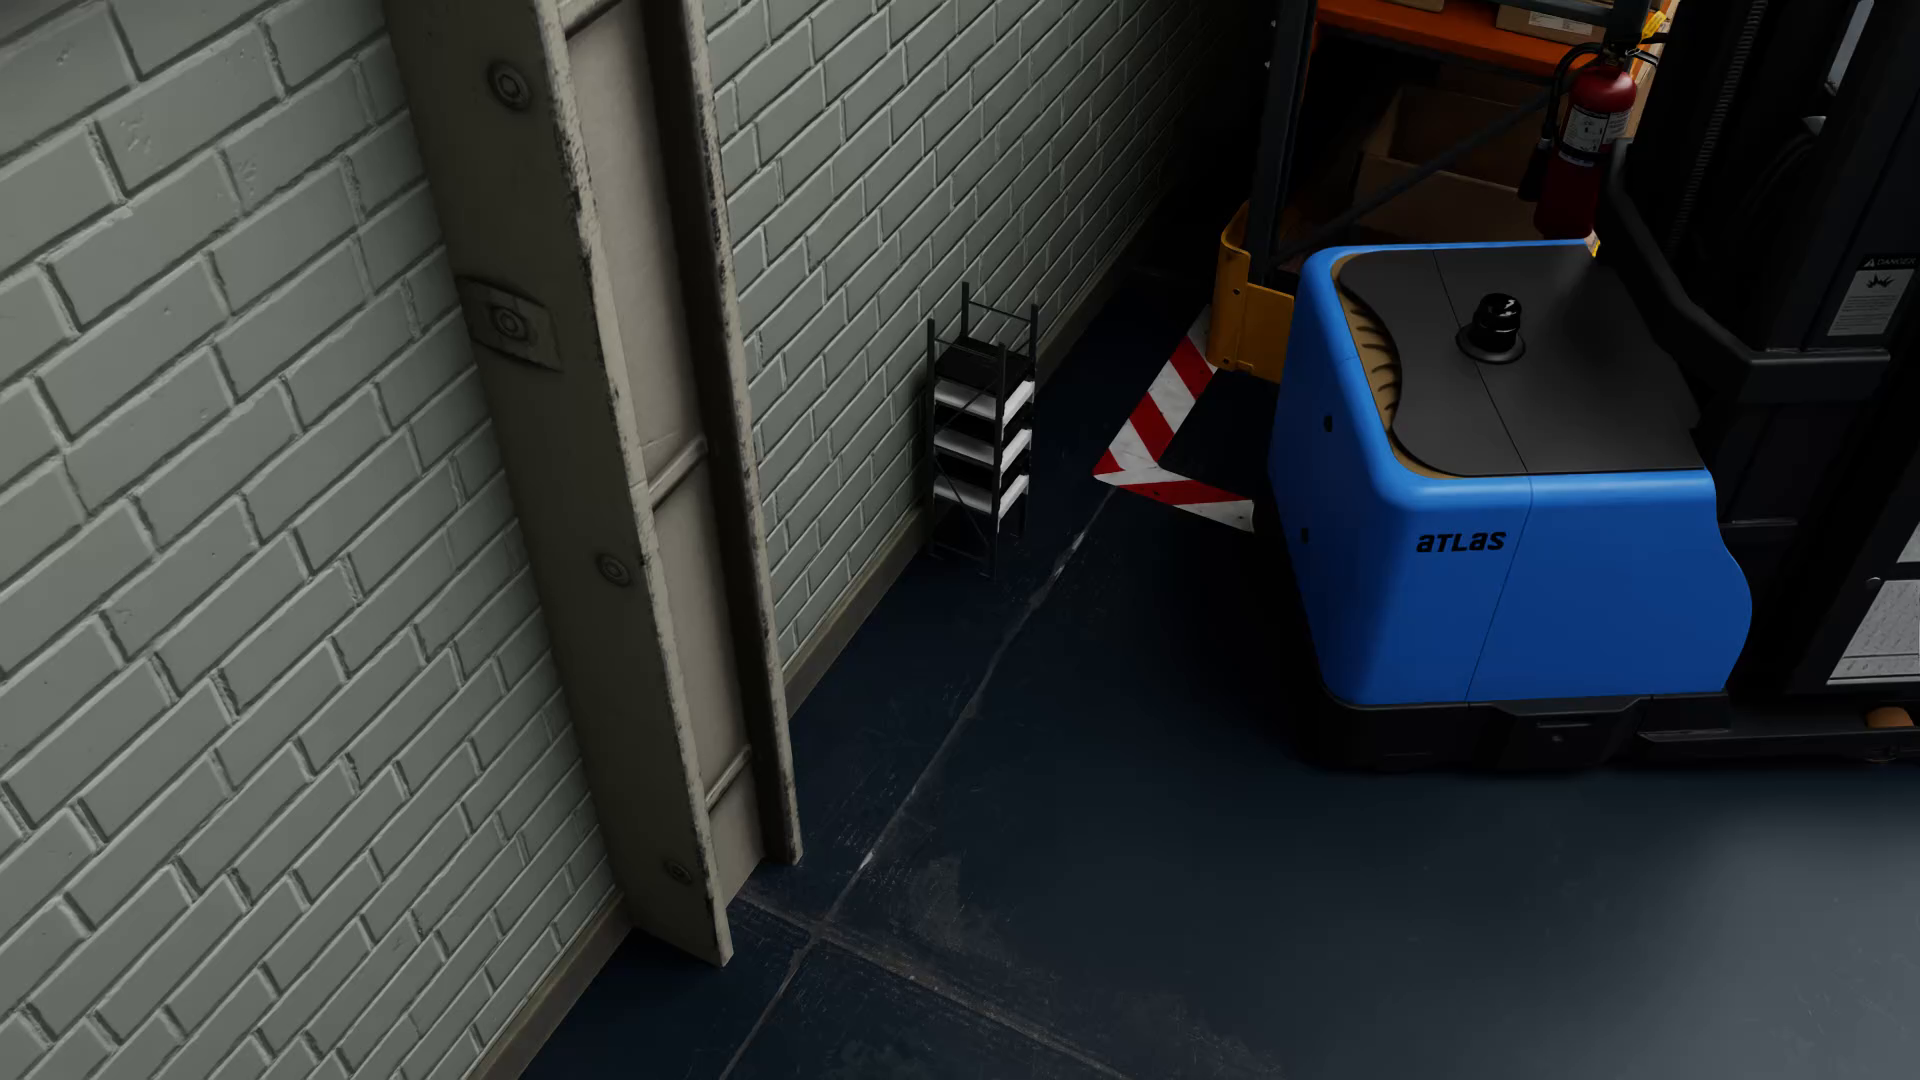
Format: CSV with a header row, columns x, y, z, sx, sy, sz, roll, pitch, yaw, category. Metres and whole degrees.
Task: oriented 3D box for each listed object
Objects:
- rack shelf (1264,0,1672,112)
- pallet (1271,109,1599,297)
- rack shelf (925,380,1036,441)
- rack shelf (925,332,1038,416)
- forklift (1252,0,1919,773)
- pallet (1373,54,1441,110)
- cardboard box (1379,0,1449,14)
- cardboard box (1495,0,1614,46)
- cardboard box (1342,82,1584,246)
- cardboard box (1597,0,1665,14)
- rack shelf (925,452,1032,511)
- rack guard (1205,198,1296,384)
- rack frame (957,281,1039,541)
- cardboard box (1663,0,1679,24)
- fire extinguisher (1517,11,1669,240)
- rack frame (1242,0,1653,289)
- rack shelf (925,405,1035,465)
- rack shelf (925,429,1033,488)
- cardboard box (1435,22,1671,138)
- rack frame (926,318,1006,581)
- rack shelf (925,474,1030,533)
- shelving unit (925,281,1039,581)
x,y,z,sx,sy,sz,roll,pitch,yaw,category
2.337,-2.559,6.176,1.077,0.370,4.000,20,49,19,rack shelf
1.813,-1.122,6.211,1.003,0.211,1.213,20,49,19,pallet
0.060,-0.411,4.812,0.258,0.077,0.200,21,47,19,rack shelf
0.062,-0.476,4.750,0.258,0.077,0.200,21,47,19,rack shelf
2.449,-0.789,3.969,3.031,2.935,1.130,-2,45,-2,forklift
2.380,-1.888,6.968,1.003,0.211,1.213,20,49,19,pallet
1.324,-1.761,5.059,0.380,0.149,0.250,20,49,19,cardboard box
1.804,-1.581,4.880,0.380,0.149,0.250,20,49,19,cardboard box
1.776,-1.176,5.764,0.797,0.503,0.637,19,48,18,cardboard box
1.858,-1.801,4.817,0.500,0.250,0.500,21,49,19,cardboard box
0.055,-0.215,4.998,0.258,0.077,0.200,21,47,19,rack shelf
1.444,-0.722,5.612,1.175,0.500,0.348,20,49,19,rack guard
0.105,-0.366,4.979,0.240,0.900,0.006,21,47,19,rack frame
2.541,-2.001,6.581,0.500,0.500,0.500,21,49,20,cardboard box
1.749,-1.149,4.593,0.296,0.674,0.183,20,49,19,fire extinguisher
1.408,-1.552,4.675,1.000,3.000,0.127,20,49,19,rack frame
0.058,-0.346,4.874,0.258,0.077,0.200,21,47,19,rack shelf
0.057,-0.280,4.936,0.258,0.077,0.200,21,47,19,rack shelf
2.207,-1.701,6.284,0.700,0.500,0.500,22,49,21,cardboard box
0.010,-0.244,4.847,0.240,0.900,0.006,21,47,19,rack frame
0.054,-0.150,5.060,0.258,0.077,0.200,21,47,19,rack shelf
0.057,-0.305,4.913,0.258,0.900,0.210,21,47,19,shelving unit
